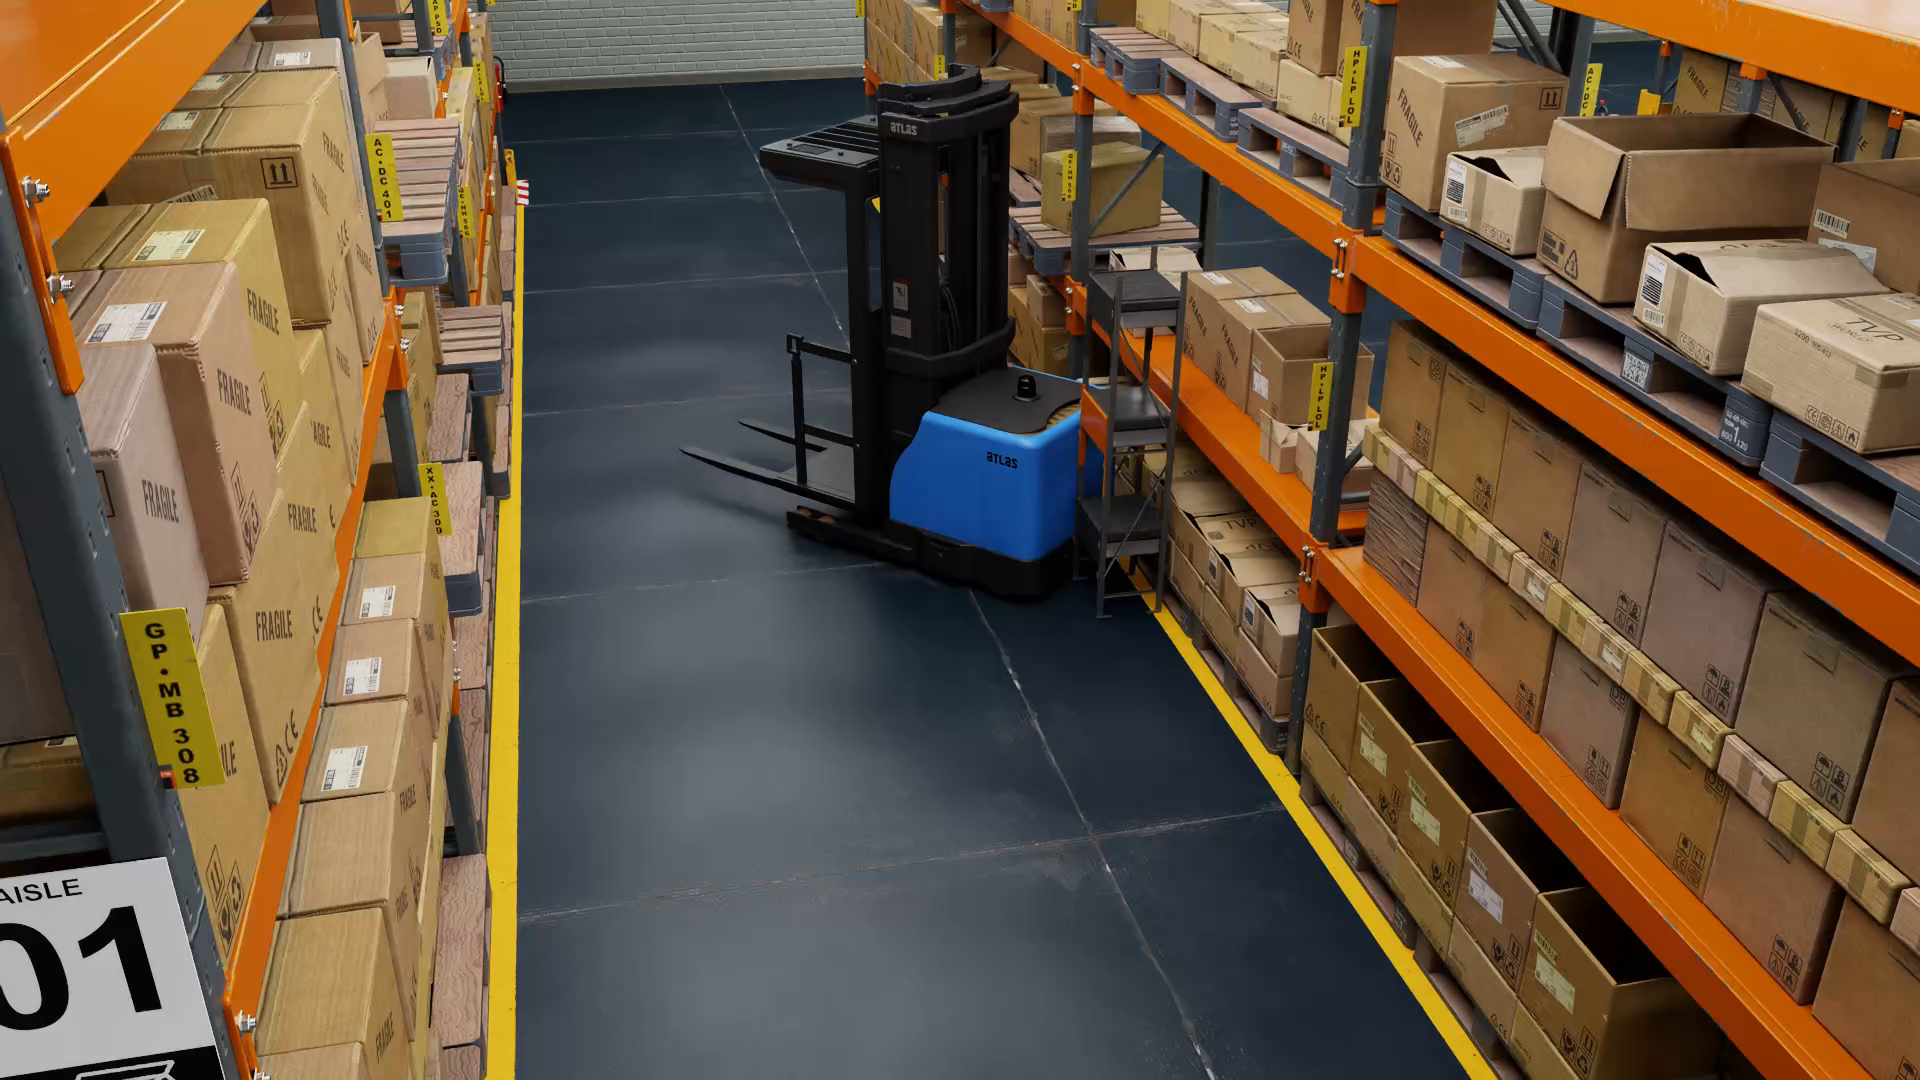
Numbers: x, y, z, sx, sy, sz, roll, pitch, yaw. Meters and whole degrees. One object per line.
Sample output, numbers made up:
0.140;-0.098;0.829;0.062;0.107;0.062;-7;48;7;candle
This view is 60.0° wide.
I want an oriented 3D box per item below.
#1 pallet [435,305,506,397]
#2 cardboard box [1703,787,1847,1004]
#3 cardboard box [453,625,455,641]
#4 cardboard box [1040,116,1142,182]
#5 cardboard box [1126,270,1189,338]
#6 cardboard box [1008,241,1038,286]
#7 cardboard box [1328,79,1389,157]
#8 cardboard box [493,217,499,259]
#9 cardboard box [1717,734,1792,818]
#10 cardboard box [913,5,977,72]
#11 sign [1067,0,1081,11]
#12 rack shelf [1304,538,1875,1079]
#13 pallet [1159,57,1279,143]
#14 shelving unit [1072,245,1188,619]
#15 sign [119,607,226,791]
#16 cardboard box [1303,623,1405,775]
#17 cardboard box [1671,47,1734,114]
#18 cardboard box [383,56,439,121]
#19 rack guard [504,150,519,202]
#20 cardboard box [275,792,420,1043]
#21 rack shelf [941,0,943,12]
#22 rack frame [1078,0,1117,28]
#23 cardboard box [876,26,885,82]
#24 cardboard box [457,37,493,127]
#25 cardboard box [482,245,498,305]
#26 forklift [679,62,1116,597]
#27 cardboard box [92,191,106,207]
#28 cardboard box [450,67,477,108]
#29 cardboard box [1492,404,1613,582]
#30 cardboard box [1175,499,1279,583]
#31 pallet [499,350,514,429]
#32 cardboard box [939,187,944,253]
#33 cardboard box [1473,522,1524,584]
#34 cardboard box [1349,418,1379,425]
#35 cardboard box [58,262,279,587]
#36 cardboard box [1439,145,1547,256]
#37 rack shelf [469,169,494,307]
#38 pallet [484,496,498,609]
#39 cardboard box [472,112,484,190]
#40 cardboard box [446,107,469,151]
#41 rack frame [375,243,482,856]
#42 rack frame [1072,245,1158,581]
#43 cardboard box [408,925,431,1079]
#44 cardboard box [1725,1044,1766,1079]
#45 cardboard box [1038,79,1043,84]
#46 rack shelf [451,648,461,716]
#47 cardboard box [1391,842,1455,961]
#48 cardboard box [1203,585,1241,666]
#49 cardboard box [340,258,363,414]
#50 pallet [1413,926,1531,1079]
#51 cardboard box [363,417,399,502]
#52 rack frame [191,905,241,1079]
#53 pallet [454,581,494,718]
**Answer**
-3.308;-1.086;9.785;1.213;0.211;1.003;-6;27;-12;pallet
2.840;1.053;5.224;0.700;0.500;0.500;-5;27;-10;cardboard box
-3.094;0.431;8.854;0.700;0.500;0.500;-6;27;-11;cardboard box
0.981;-2.896;12.582;0.700;0.500;0.500;-1;27;-2;cardboard box
1.266;-1.526;10.544;0.500;0.311;0.500;-6;27;-12;cardboard box
0.562;-2.253;13.339;0.500;0.250;0.500;-6;27;-13;cardboard box
2.025;-1.953;7.662;0.500;0.250;0.500;-3;27;-6;cardboard box
-4.542;-2.640;14.959;0.700;0.500;0.500;-6;27;-11;cardboard box
2.612;0.713;5.177;0.380;0.149;0.250;-6;27;-11;cardboard box
-0.133;-4.646;15.404;0.500;0.500;0.500;-6;27;-13;cardboard box
0.724;-3.494;10.441;0.100;0.325;0.005;-6;27;-12;sign
2.605;0.977;6.284;1.077;0.370;4.000;-6;27;-12;rack shelf
1.748;-2.454;9.163;1.003;0.211;1.213;-5;27;-9;pallet
0.960;-0.598;9.594;0.431;2.100;0.503;-5;28;-12;shelving unit
-1.241;0.254;2.619;0.100;0.325;0.005;-6;27;-12;sign
1.954;0.718;7.751;0.500;0.500;0.500;-6;27;-12;cardboard box
9.325;-5.461;20.132;0.875;0.875;0.875;-6;27;-12;cardboard box
-3.147;-2.493;9.108;0.500;0.311;0.500;-6;27;-12;cardboard box
-5.381;-3.880;17.883;1.175;0.500;0.348;-6;27;-12;rack guard
-1.796;1.076;4.601;0.500;0.500;0.500;-7;28;-13;cardboard box
-0.099;-5.630;16.045;1.077;0.370;4.000;-6;27;-12;rack shelf
1.253;-4.656;9.989;1.000;3.000;0.127;-6;27;-12;rack frame
-0.585;-5.087;17.389;0.500;0.500;0.500;-6;27;-12;cardboard box
-4.913;-4.243;15.494;0.980;0.700;0.700;-7;28;-14;cardboard box
-3.997;-1.795;12.898;0.750;0.750;0.750;-5;27;-10;cardboard box
-0.513;-1.471;10.411;3.031;2.935;1.130;18;32;31;forklift
-2.839;-1.312;5.450;0.500;0.500;0.500;-5;27;-11;cardboard box
-4.119;-3.572;13.202;0.500;0.250;0.500;-5;27;-10;cardboard box
2.488;-0.210;6.287;0.700;0.500;0.500;-6;27;-12;cardboard box
1.550;-0.028;9.440;0.500;0.311;0.500;-6;27;-12;cardboard box
-3.948;-1.117;12.729;1.003;0.211;1.213;-6;27;-12;pallet
-0.053;-3.036;15.722;0.500;0.500;0.500;-6;27;-12;cardboard box
2.258;0.030;6.532;0.380;0.149;0.250;-7;28;-13;cardboard box
2.154;-0.520;8.730;0.380;0.149;0.250;-6;27;-12;cardboard box
-1.684;-0.220;3.285;0.500;0.500;0.500;-6;27;-12;cardboard box
2.133;-1.287;6.119;0.500;0.311;0.500;-7;28;-14;cardboard box
-4.023;-2.030;12.242;1.077;0.370;4.000;-6;27;-12;rack shelf
-3.398;0.114;10.289;1.003;0.211;1.213;-6;27;-12;pallet
-4.000;-3.016;12.933;0.500;0.500;0.500;-6;27;-11;cardboard box
-3.783;-2.899;11.868;0.500;0.250;0.500;-7;28;-13;cardboard box
-2.671;0.282;6.861;1.000;3.000;0.127;-6;27;-12;rack frame
0.903;-0.707;9.806;0.400;2.100;0.015;-5;28;-12;rack frame
-1.810;1.399;4.793;0.500;0.250;0.500;-6;27;-12;cardboard box
3.037;1.762;5.684;0.500;0.500;0.500;-6;27;-12;cardboard box
0.502;-4.030;15.295;0.500;0.500;0.500;-5;27;-10;cardboard box
-2.220;1.482;5.284;1.077;0.370;4.000;-6;27;-12;rack shelf
2.179;1.492;7.050;0.500;0.250;0.500;-6;27;-12;cardboard box
1.666;0.443;9.129;0.500;0.250;0.500;-6;27;-12;cardboard box
-2.215;-0.690;5.327;0.500;0.500;0.500;-8;28;-16;cardboard box
2.571;1.913;6.726;1.003;0.211;1.213;-6;27;-12;pallet
-2.752;-0.185;7.189;0.700;0.500;0.500;-6;27;-11;cardboard box
-1.770;2.038;3.382;1.000;3.000;0.127;-6;27;-12;rack frame
-3.126;0.649;9.230;1.003;0.211;1.213;-6;27;-12;pallet
